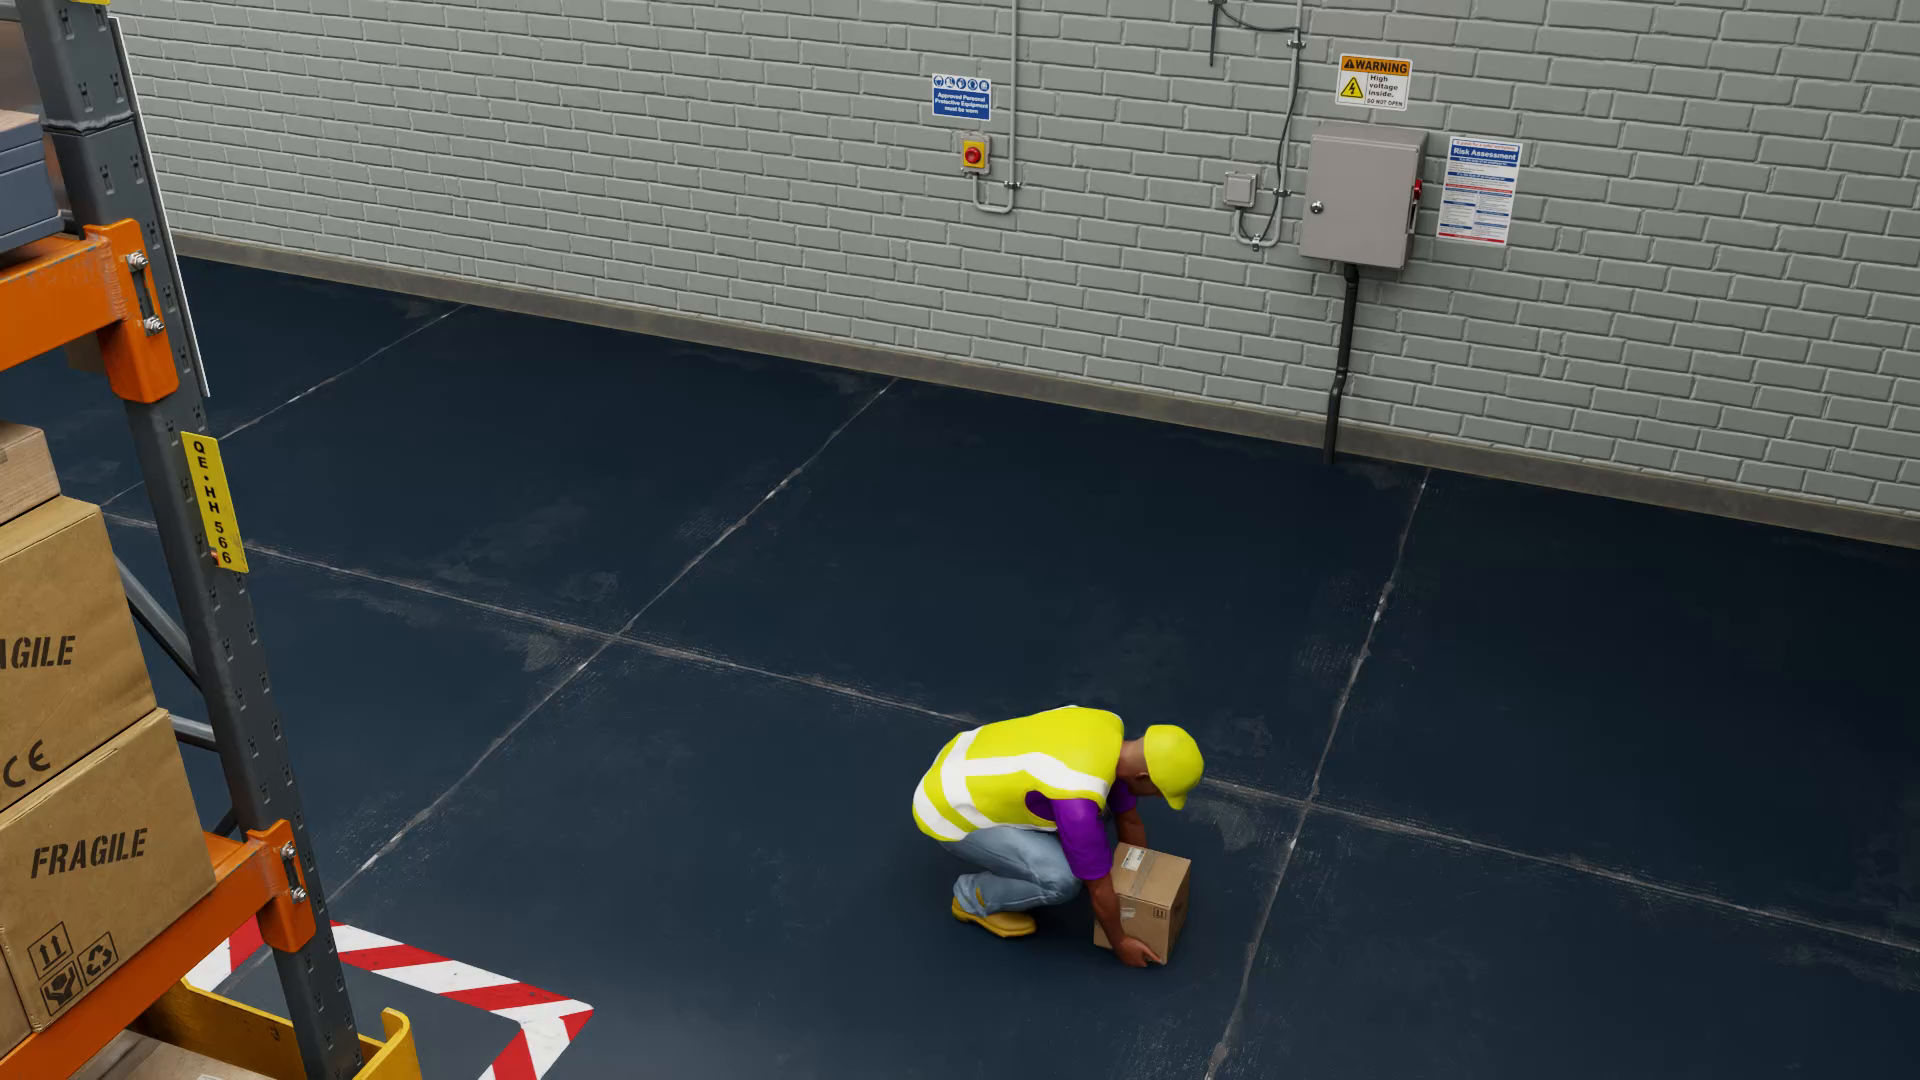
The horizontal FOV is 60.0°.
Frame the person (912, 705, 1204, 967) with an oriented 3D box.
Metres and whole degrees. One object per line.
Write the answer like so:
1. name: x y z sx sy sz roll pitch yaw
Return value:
1. person: 0.324 0.930 5.518 0.925 0.886 0.549 11 31 19
